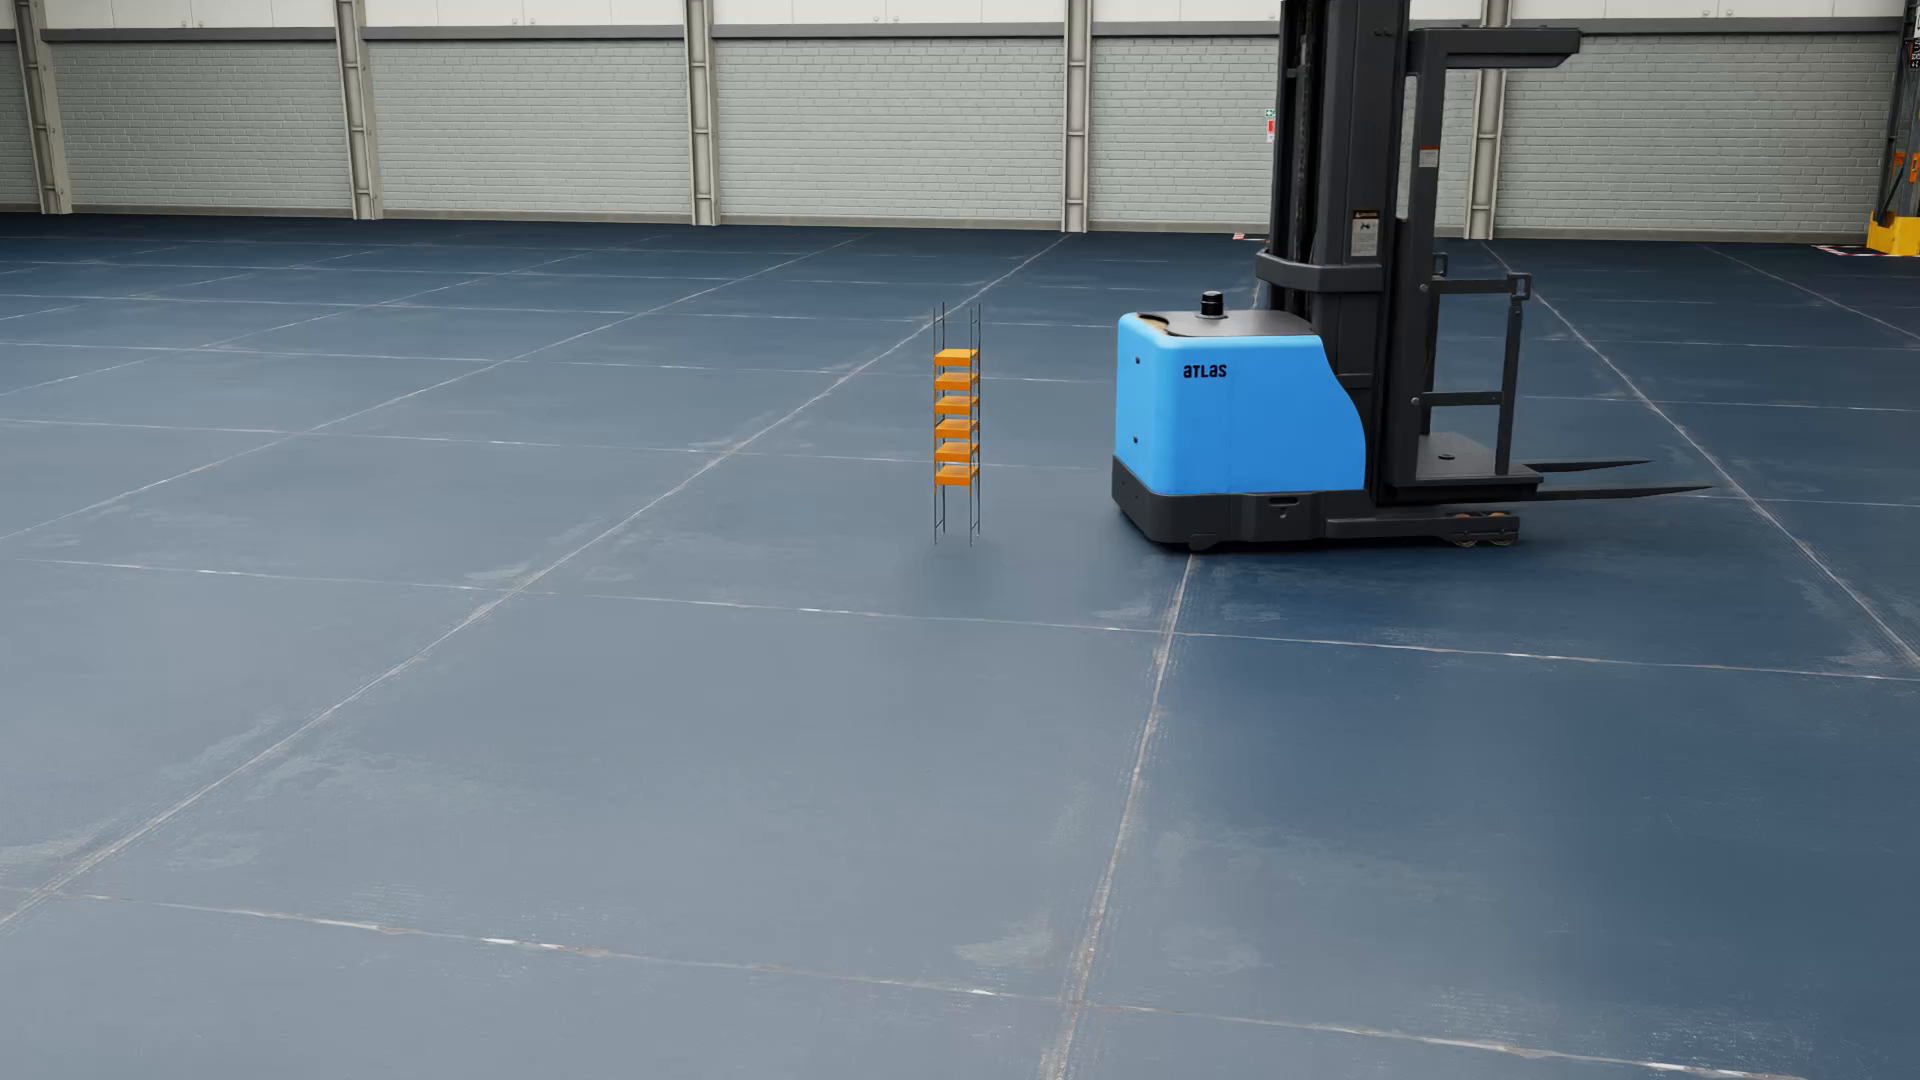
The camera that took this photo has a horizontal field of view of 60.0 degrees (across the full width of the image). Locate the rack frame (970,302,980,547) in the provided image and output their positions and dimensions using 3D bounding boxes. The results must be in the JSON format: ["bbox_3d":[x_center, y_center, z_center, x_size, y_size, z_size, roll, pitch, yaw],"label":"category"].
[{"bbox_3d":[0.075,-0.574,8.317,0.006,1.200,0.240,3,16,11],"label":"rack frame"}]

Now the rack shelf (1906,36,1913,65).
[{"bbox_3d":[14.644,-6.395,21.688,4.000,0.370,1.077,3,16,11],"label":"rack shelf"}]

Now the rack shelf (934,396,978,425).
[{"bbox_3d":[-0.014,-0.652,8.314,0.180,0.103,0.258,3,16,11],"label":"rack shelf"}]

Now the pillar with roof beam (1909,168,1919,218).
[{"bbox_3d":[12.684,-7.357,18.193,0.400,9.000,9.100,3,16,11],"label":"pillar with roof beam"}]

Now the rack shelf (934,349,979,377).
[{"bbox_3d":[-0.014,-0.883,8.250,0.180,0.103,0.258,3,16,11],"label":"rack shelf"}]

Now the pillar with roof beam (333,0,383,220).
[{"bbox_3d":[-10.834,-8.633,22.802,0.400,9.000,9.100,3,16,11],"label":"pillar with roof beam"}]

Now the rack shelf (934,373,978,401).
[{"bbox_3d":[-0.014,-0.767,8.282,0.180,0.103,0.258,3,16,11],"label":"rack shelf"}]

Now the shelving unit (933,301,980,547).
[{"bbox_3d":[-0.014,-0.579,8.335,0.189,1.200,0.258,3,16,11],"label":"shelving unit"}]

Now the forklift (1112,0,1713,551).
[{"bbox_3d":[2.384,-1.514,8.469,3.031,2.935,1.130,-2,16,-7],"label":"forklift"}]

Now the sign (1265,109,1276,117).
[{"bbox_3d":[4.730,-6.379,24.841,0.331,0.109,0.001,3,16,11],"label":"sign"}]

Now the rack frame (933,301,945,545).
[{"bbox_3d":[-0.104,-0.584,8.352,0.006,1.200,0.240,3,16,11],"label":"rack frame"}]

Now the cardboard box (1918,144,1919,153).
[{"bbox_3d":[13.181,-5.366,22.487,0.500,0.250,0.500,3,16,12],"label":"cardboard box"}]

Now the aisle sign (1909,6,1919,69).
[{"bbox_3d":[12.554,-6.581,21.760,0.004,0.787,0.394,3,16,11],"label":"aisle sign"}]

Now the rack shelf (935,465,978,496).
[{"bbox_3d":[-0.014,-0.305,8.411,0.180,0.103,0.258,3,16,11],"label":"rack shelf"}]

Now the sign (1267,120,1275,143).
[{"bbox_3d":[4.727,-6.126,24.921,0.234,0.329,0.001,3,16,11],"label":"sign"}]

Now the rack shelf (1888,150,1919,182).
[{"bbox_3d":[14.644,-4.950,22.089,4.000,0.370,1.077,3,16,11],"label":"rack shelf"}]

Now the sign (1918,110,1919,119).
[{"bbox_3d":[12.576,-5.678,21.749,0.005,0.325,0.100,3,16,11],"label":"sign"}]

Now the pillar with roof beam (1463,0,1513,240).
[{"bbox_3d":[6.805,-7.676,19.345,0.400,9.000,9.100,3,16,11],"label":"pillar with roof beam"}]

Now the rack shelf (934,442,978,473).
[{"bbox_3d":[-0.014,-0.421,8.379,0.180,0.103,0.258,3,16,11],"label":"rack shelf"}]

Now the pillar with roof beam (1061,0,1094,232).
[{"bbox_3d":[0.925,-7.995,20.497,0.400,9.000,9.100,3,16,11],"label":"pillar with roof beam"}]

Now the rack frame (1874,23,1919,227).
[{"bbox_3d":[12.684,-5.403,22.377,0.127,3.000,1.000,3,16,11],"label":"rack frame"}]

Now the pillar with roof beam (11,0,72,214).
[{"bbox_3d":[-16.714,-8.953,23.954,0.400,9.000,9.100,3,16,11],"label":"pillar with roof beam"}]

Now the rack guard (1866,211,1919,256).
[{"bbox_3d":[12.758,-4.194,22.696,0.348,0.500,1.175,3,16,11],"label":"rack guard"}]

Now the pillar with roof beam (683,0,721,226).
[{"bbox_3d":[-4.955,-8.314,21.650,0.400,9.000,9.100,3,16,11],"label":"pillar with roof beam"}]

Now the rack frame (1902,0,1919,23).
[{"bbox_3d":[12.684,-8.294,21.576,0.127,3.000,1.000,3,16,11],"label":"rack frame"}]

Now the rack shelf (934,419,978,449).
[{"bbox_3d":[-0.014,-0.536,8.346,0.180,0.103,0.258,3,16,11],"label":"rack shelf"}]
